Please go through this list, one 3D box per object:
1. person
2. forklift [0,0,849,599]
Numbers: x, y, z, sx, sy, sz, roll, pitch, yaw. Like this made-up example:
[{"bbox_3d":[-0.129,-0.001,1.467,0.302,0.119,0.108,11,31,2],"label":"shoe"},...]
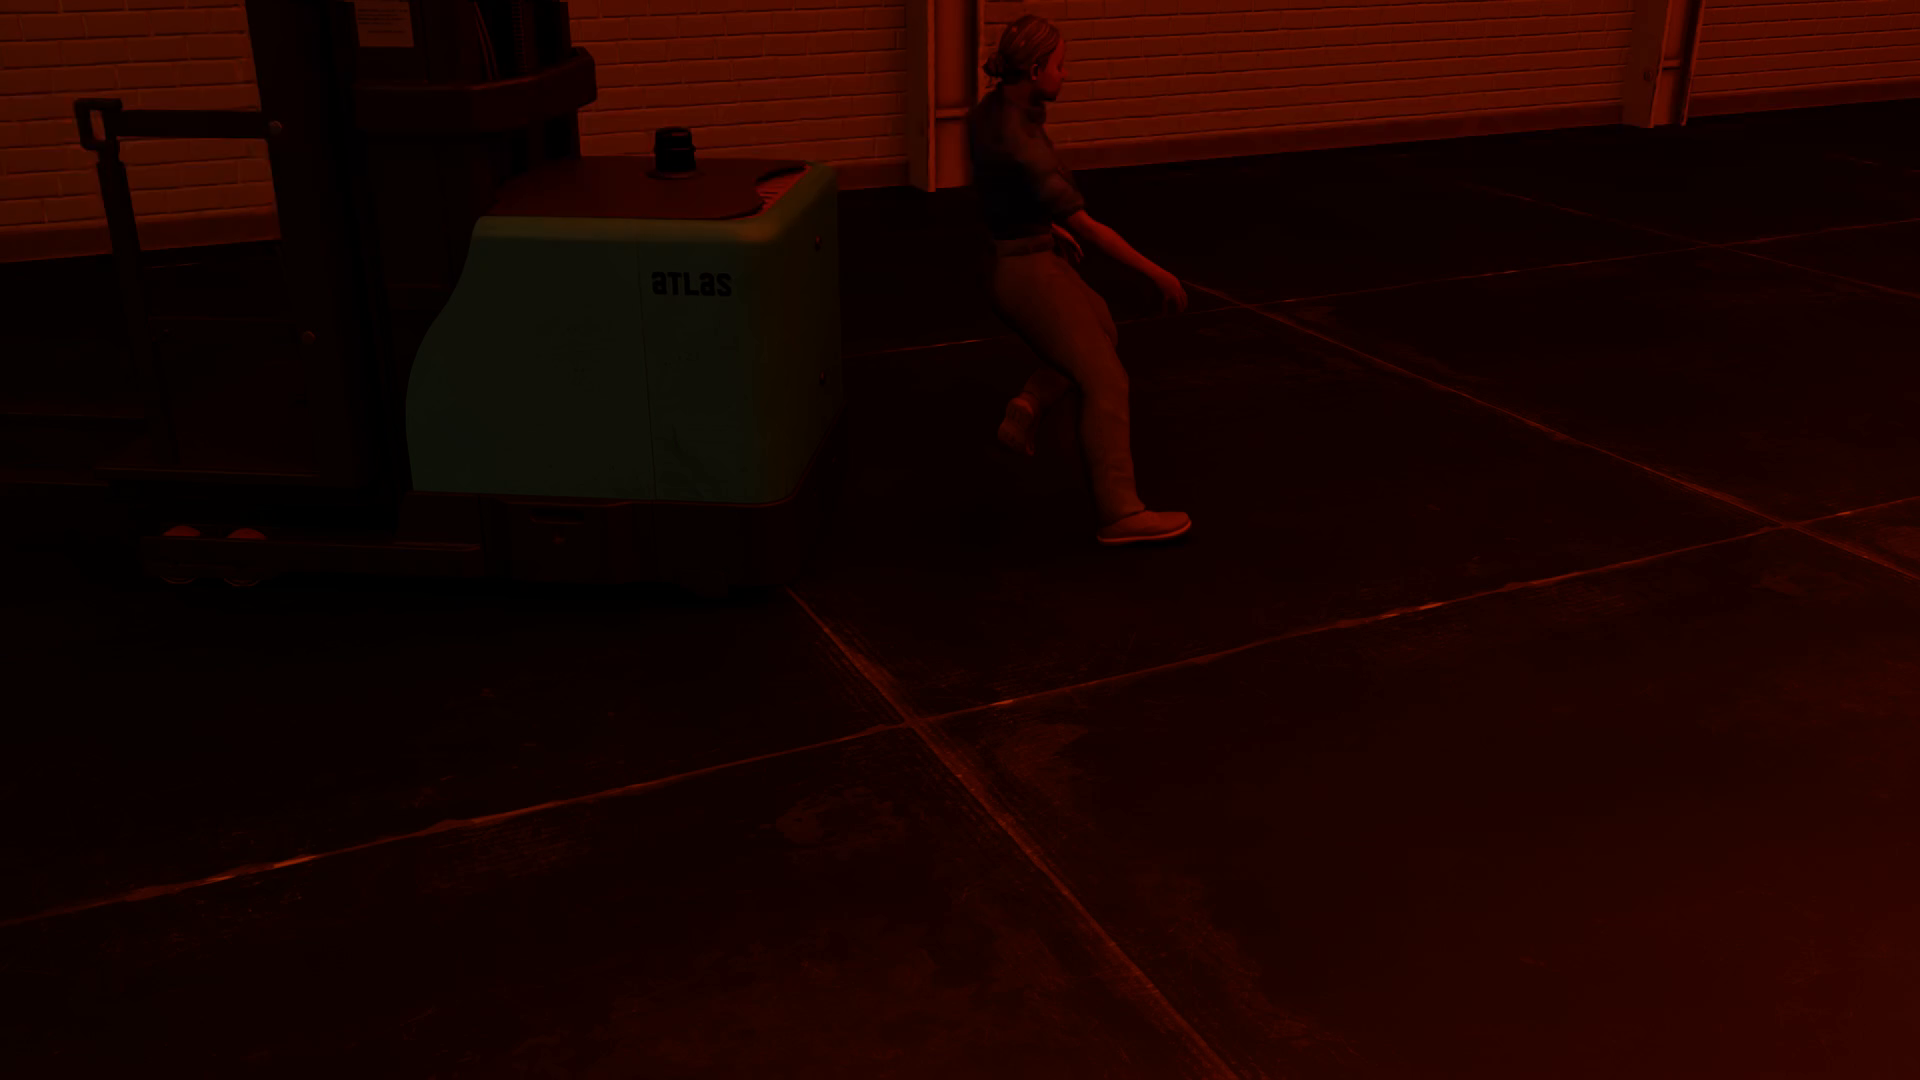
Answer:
[{"bbox_3d":[0.354,-0.804,5.051,0.626,1.522,0.724,-3,23,-8],"label":"person"},{"bbox_3d":[-1.917,-1.415,4.693,3.031,2.935,1.130,2,23,6],"label":"forklift"}]
